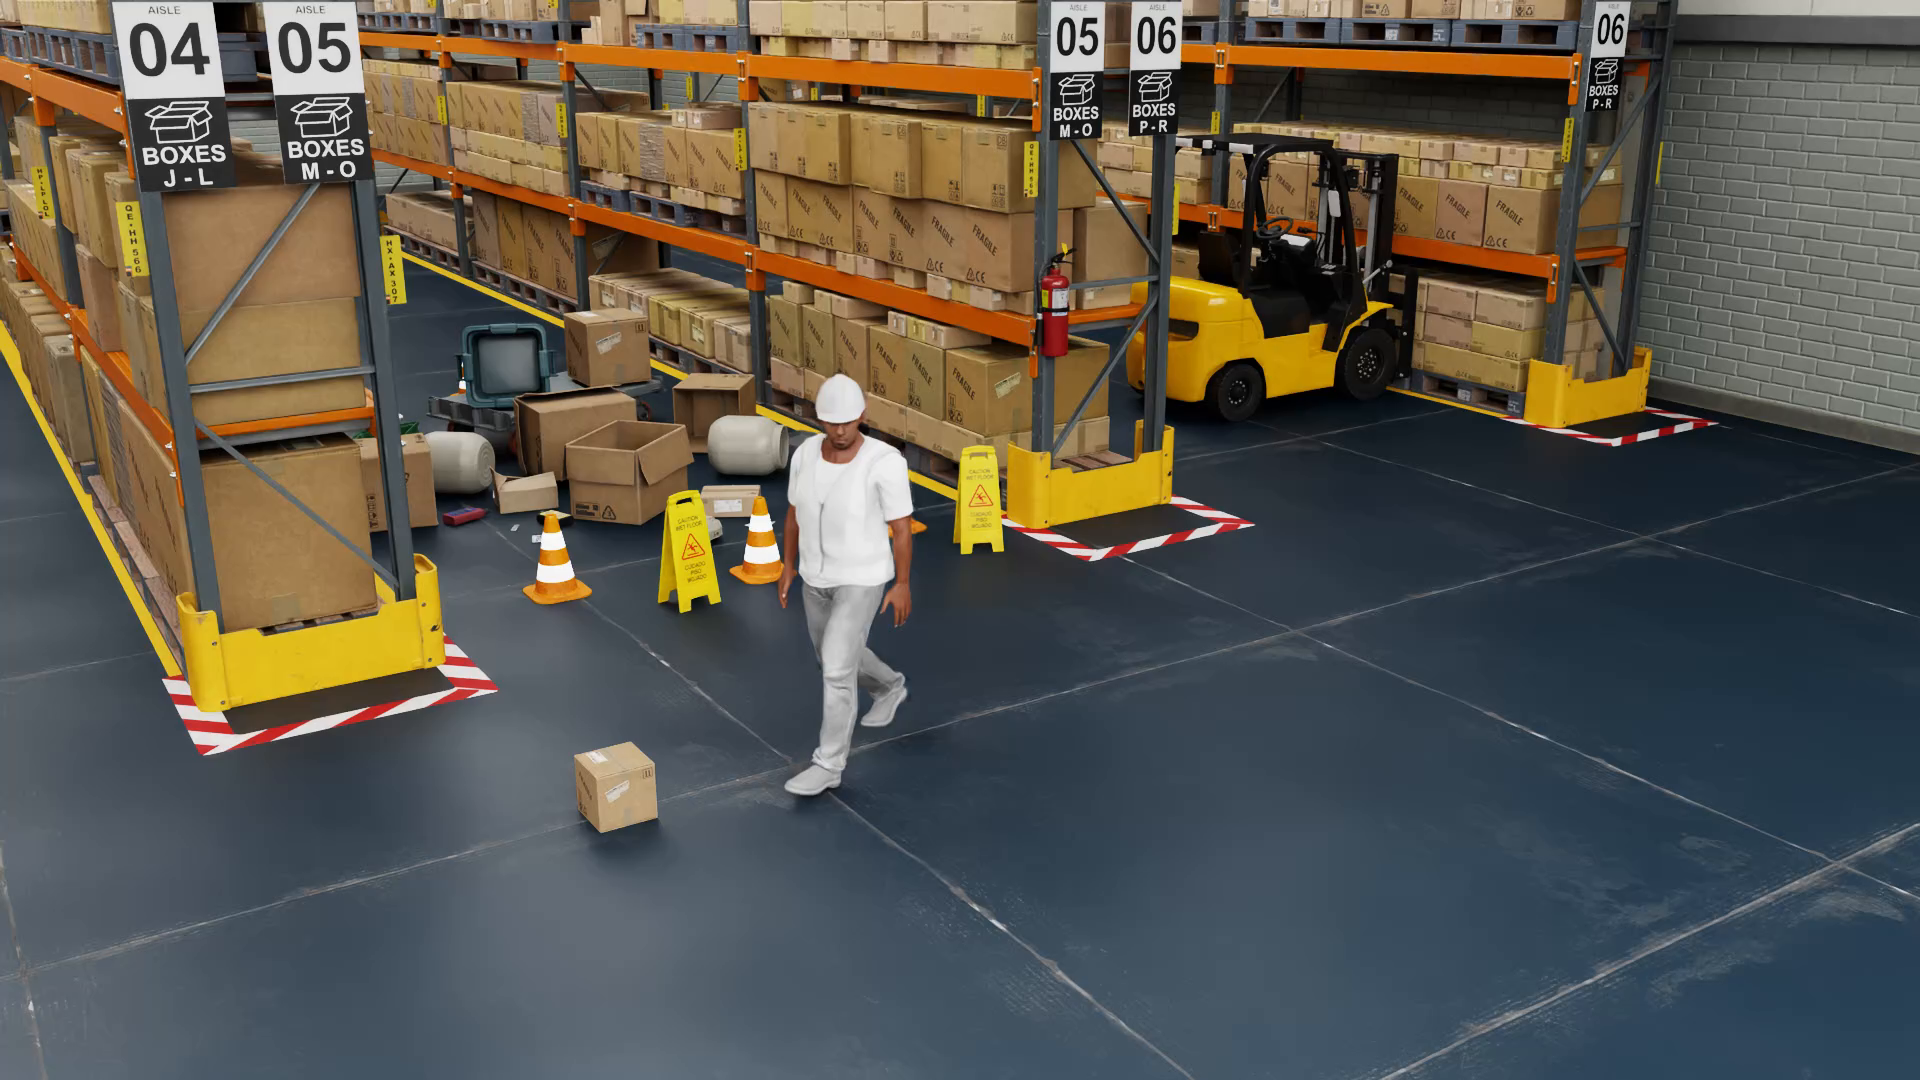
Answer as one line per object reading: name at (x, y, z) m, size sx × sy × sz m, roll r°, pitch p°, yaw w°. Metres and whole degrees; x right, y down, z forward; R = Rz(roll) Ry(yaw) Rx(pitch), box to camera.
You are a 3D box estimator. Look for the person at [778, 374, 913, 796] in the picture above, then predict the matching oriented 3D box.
person at (-0.506, 0.147, 7.068) m, size 0.606 × 1.749 × 0.927 m, roll 13°, pitch 22°, yaw 35°
